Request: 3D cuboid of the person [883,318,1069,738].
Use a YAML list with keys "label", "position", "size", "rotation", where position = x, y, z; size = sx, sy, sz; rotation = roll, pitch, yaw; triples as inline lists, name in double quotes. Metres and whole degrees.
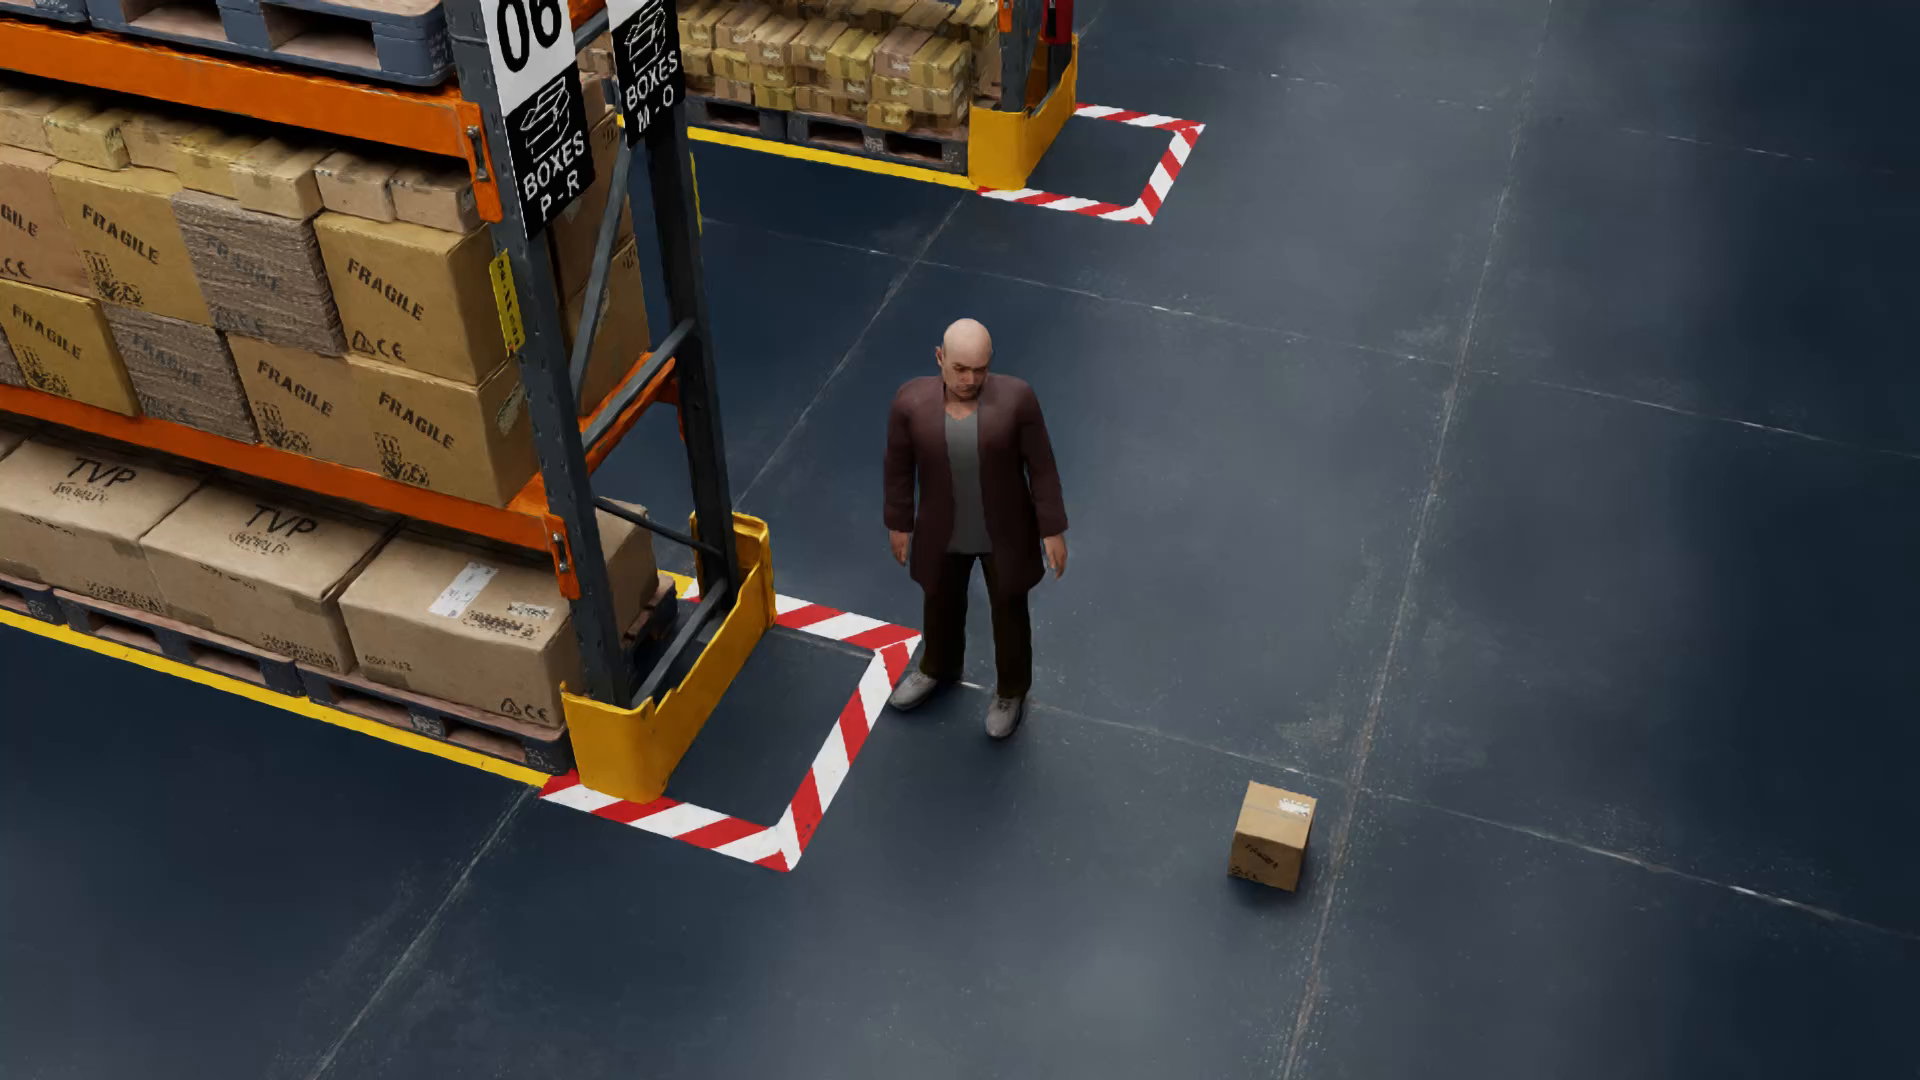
- label: "person"
  position: [0.053, -0.014, 6.135]
  size: [0.692, 1.795, 0.434]
  rotation: [5, 41, 6]
